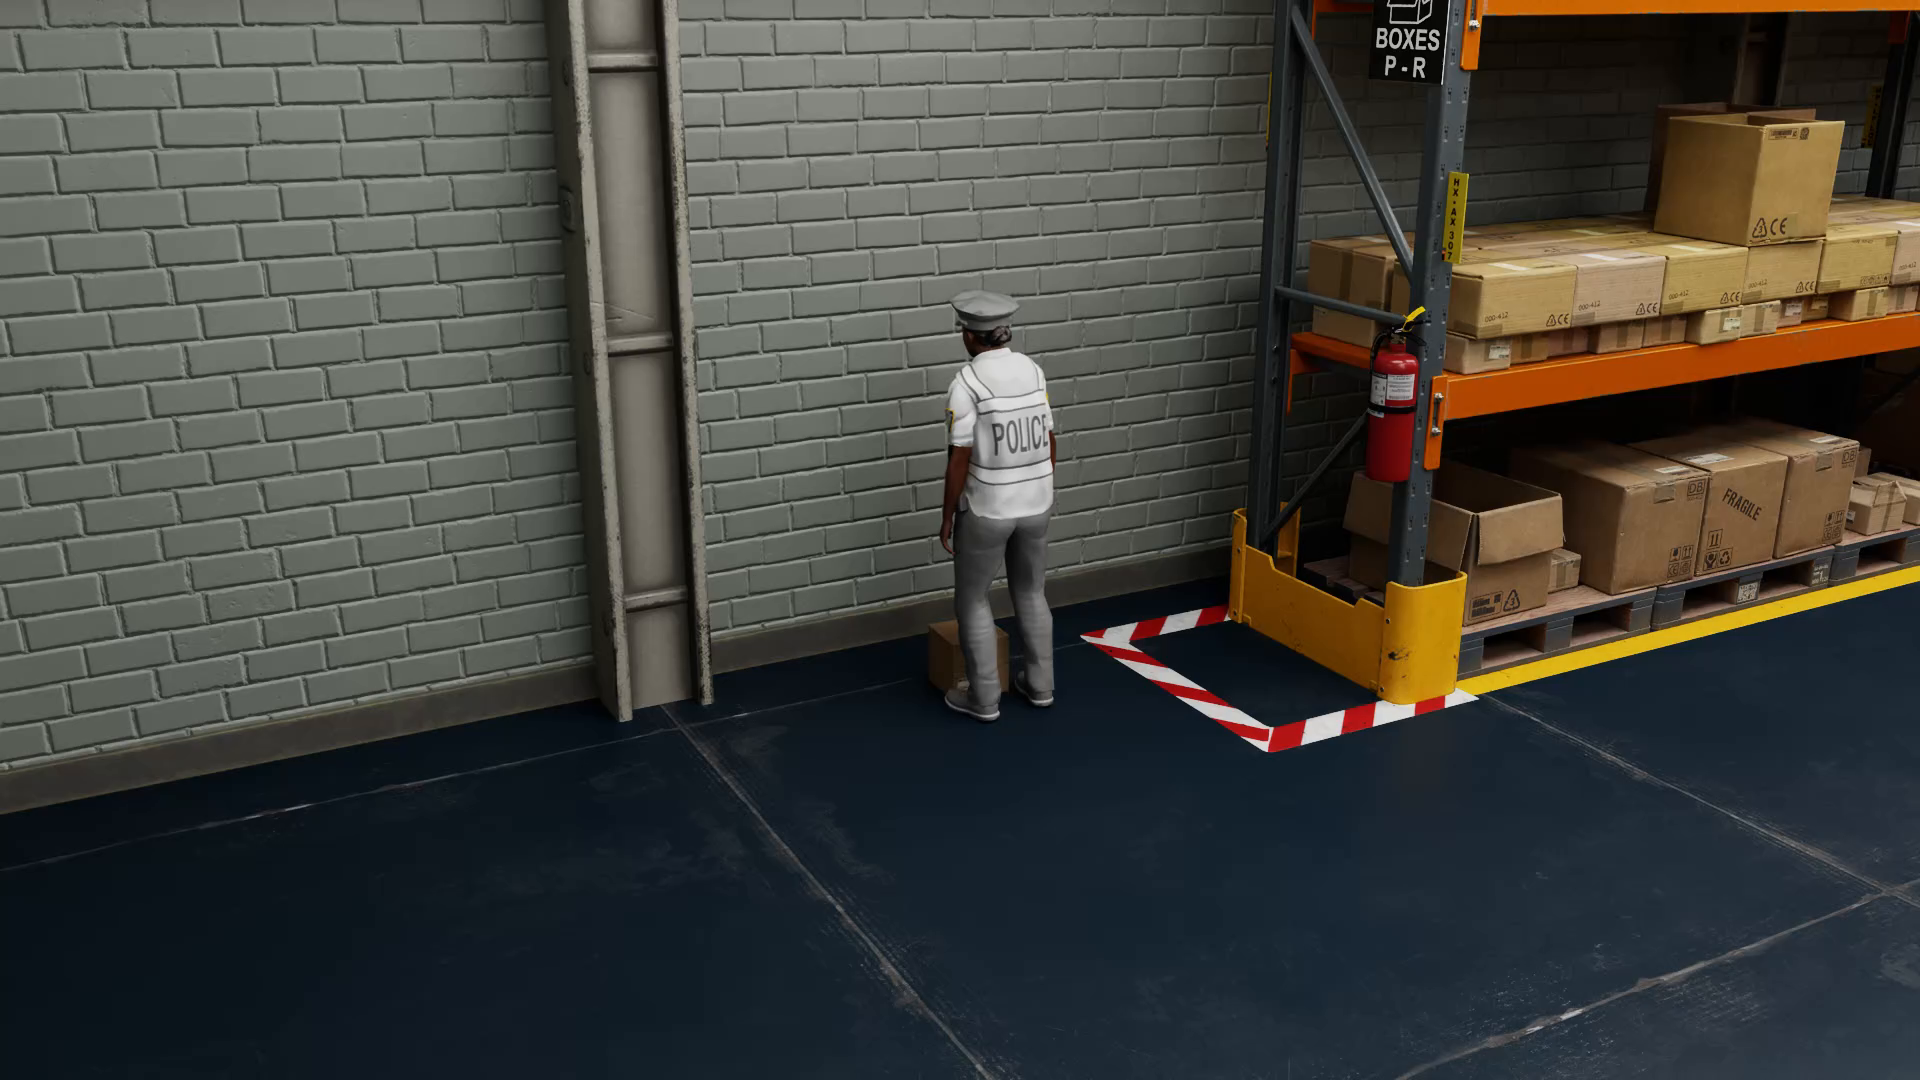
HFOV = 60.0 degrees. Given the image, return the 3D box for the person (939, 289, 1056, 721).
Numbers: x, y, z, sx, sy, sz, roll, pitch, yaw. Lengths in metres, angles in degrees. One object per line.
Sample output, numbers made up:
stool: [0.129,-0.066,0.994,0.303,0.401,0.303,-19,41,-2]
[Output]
person: [0.156,-0.119,6.411,0.531,1.661,0.397,-11,22,-30]
